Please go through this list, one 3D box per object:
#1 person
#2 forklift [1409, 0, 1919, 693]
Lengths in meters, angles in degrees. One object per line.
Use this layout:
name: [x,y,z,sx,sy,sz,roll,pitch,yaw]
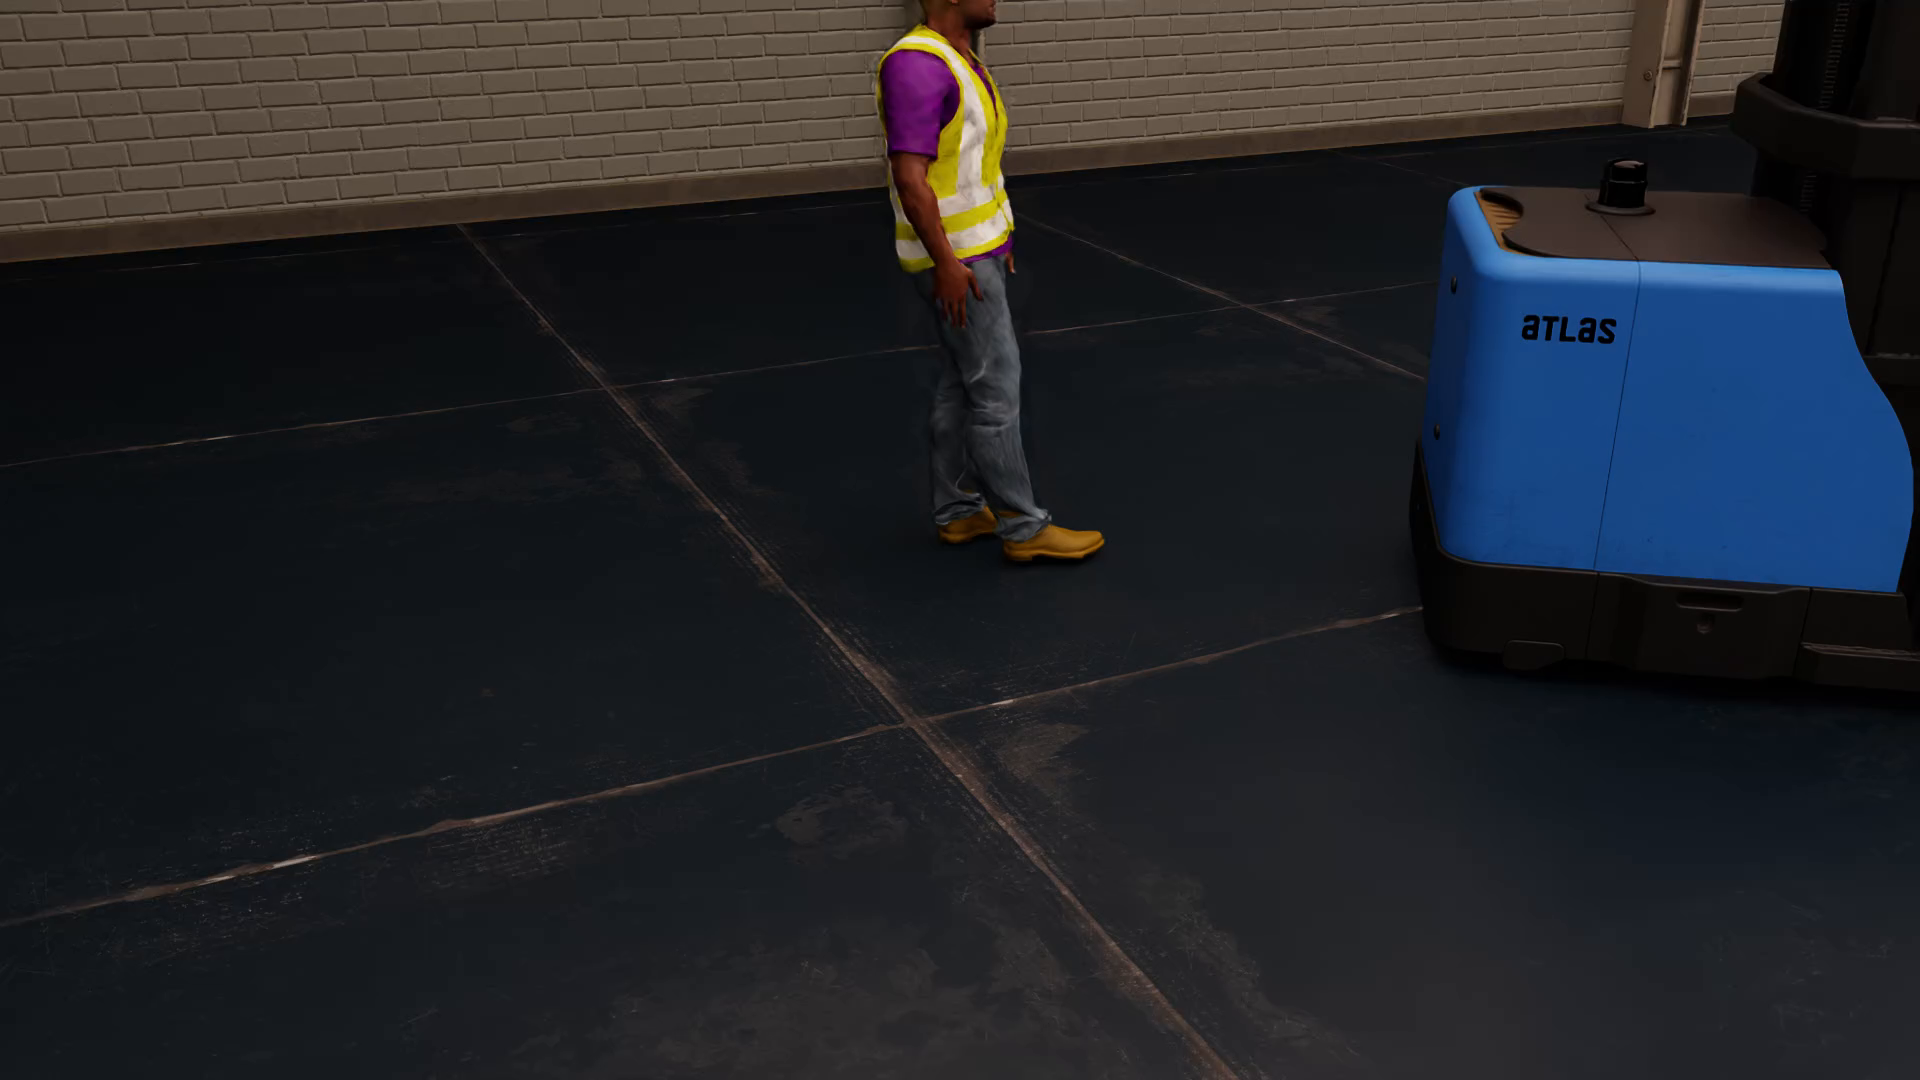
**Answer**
person: [0.118,-0.811,4.747,0.662,1.768,0.661,4,23,10]
forklift: [2.787,-1.098,3.929,3.031,2.935,1.130,4,23,10]
